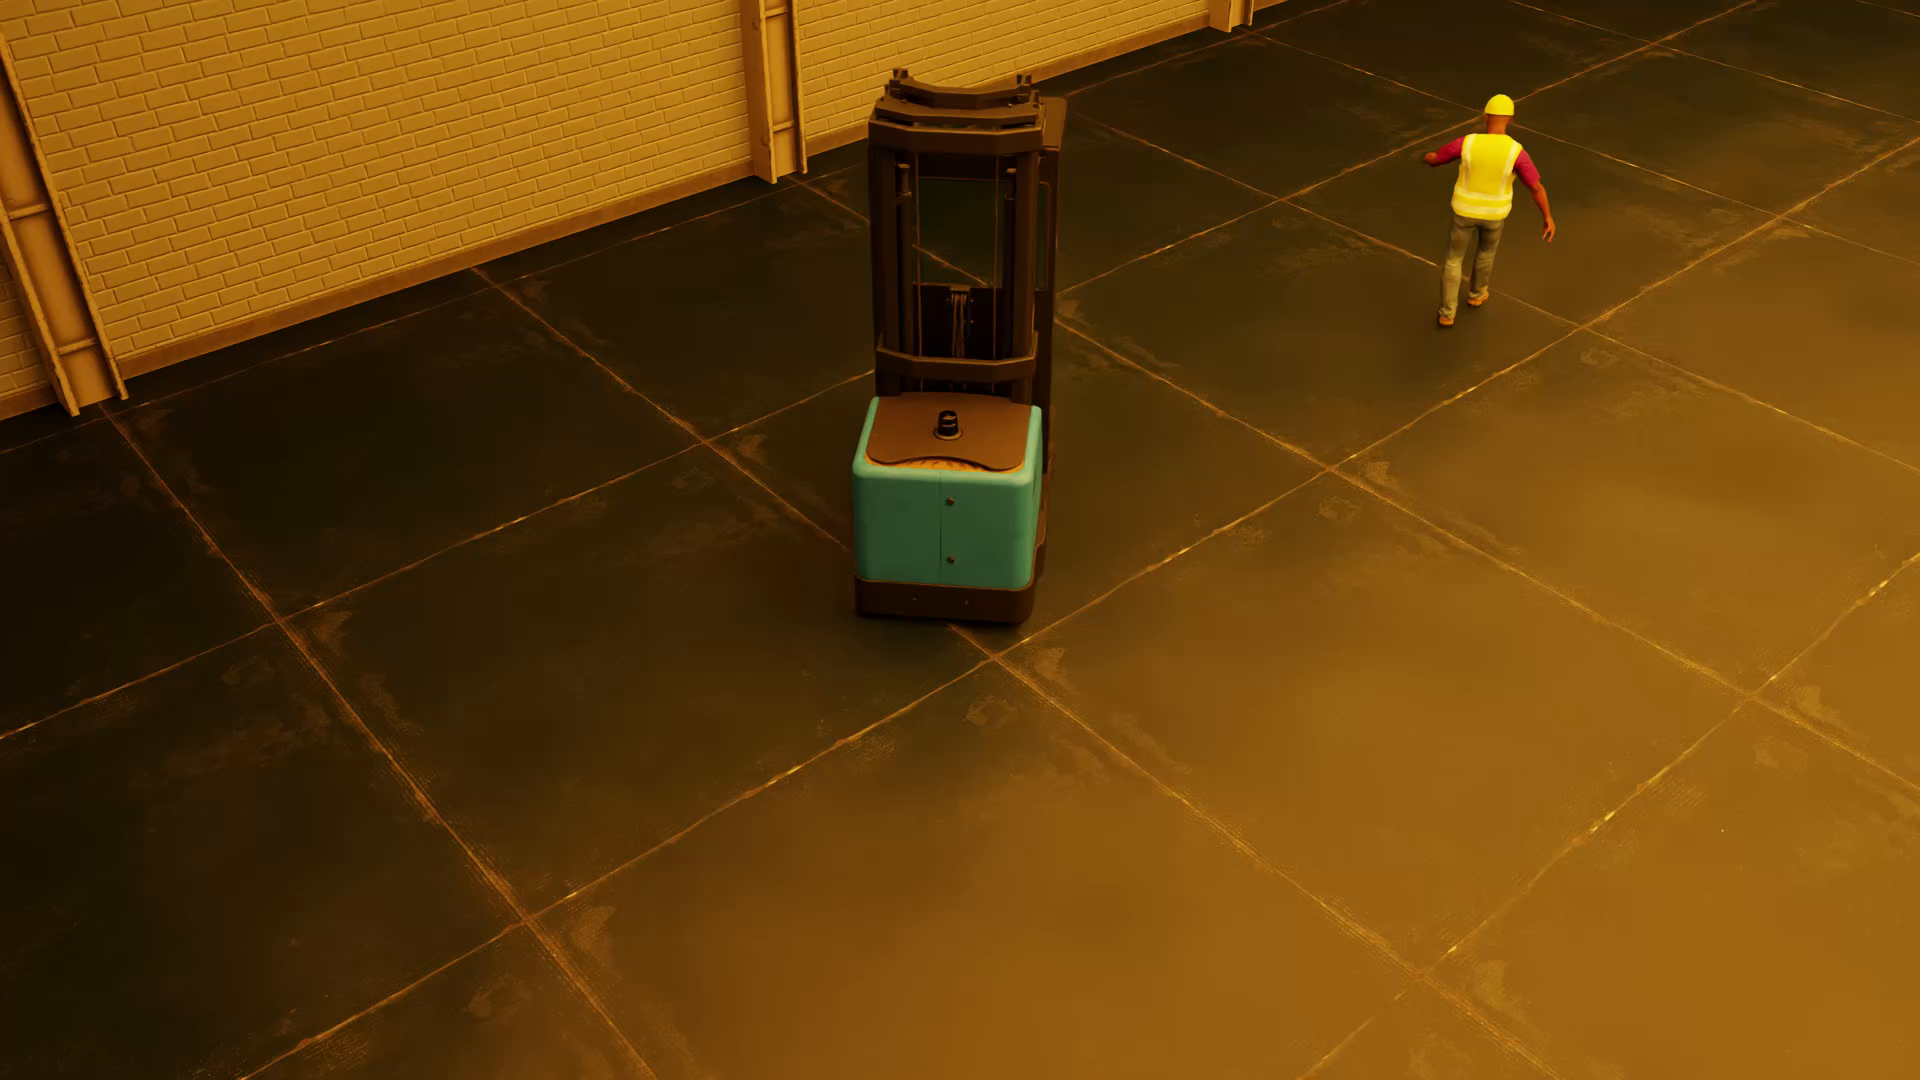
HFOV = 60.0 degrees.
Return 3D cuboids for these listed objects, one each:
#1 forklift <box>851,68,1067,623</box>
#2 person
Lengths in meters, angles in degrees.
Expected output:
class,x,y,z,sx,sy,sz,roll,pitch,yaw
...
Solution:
class,x,y,z,sx,sy,sz,roll,pitch,yaw
forklift,0.048,-1.557,10.143,1.130,2.935,3.031,4,36,5
person,3.935,-2.498,12.440,1.025,1.742,0.756,11,38,14
